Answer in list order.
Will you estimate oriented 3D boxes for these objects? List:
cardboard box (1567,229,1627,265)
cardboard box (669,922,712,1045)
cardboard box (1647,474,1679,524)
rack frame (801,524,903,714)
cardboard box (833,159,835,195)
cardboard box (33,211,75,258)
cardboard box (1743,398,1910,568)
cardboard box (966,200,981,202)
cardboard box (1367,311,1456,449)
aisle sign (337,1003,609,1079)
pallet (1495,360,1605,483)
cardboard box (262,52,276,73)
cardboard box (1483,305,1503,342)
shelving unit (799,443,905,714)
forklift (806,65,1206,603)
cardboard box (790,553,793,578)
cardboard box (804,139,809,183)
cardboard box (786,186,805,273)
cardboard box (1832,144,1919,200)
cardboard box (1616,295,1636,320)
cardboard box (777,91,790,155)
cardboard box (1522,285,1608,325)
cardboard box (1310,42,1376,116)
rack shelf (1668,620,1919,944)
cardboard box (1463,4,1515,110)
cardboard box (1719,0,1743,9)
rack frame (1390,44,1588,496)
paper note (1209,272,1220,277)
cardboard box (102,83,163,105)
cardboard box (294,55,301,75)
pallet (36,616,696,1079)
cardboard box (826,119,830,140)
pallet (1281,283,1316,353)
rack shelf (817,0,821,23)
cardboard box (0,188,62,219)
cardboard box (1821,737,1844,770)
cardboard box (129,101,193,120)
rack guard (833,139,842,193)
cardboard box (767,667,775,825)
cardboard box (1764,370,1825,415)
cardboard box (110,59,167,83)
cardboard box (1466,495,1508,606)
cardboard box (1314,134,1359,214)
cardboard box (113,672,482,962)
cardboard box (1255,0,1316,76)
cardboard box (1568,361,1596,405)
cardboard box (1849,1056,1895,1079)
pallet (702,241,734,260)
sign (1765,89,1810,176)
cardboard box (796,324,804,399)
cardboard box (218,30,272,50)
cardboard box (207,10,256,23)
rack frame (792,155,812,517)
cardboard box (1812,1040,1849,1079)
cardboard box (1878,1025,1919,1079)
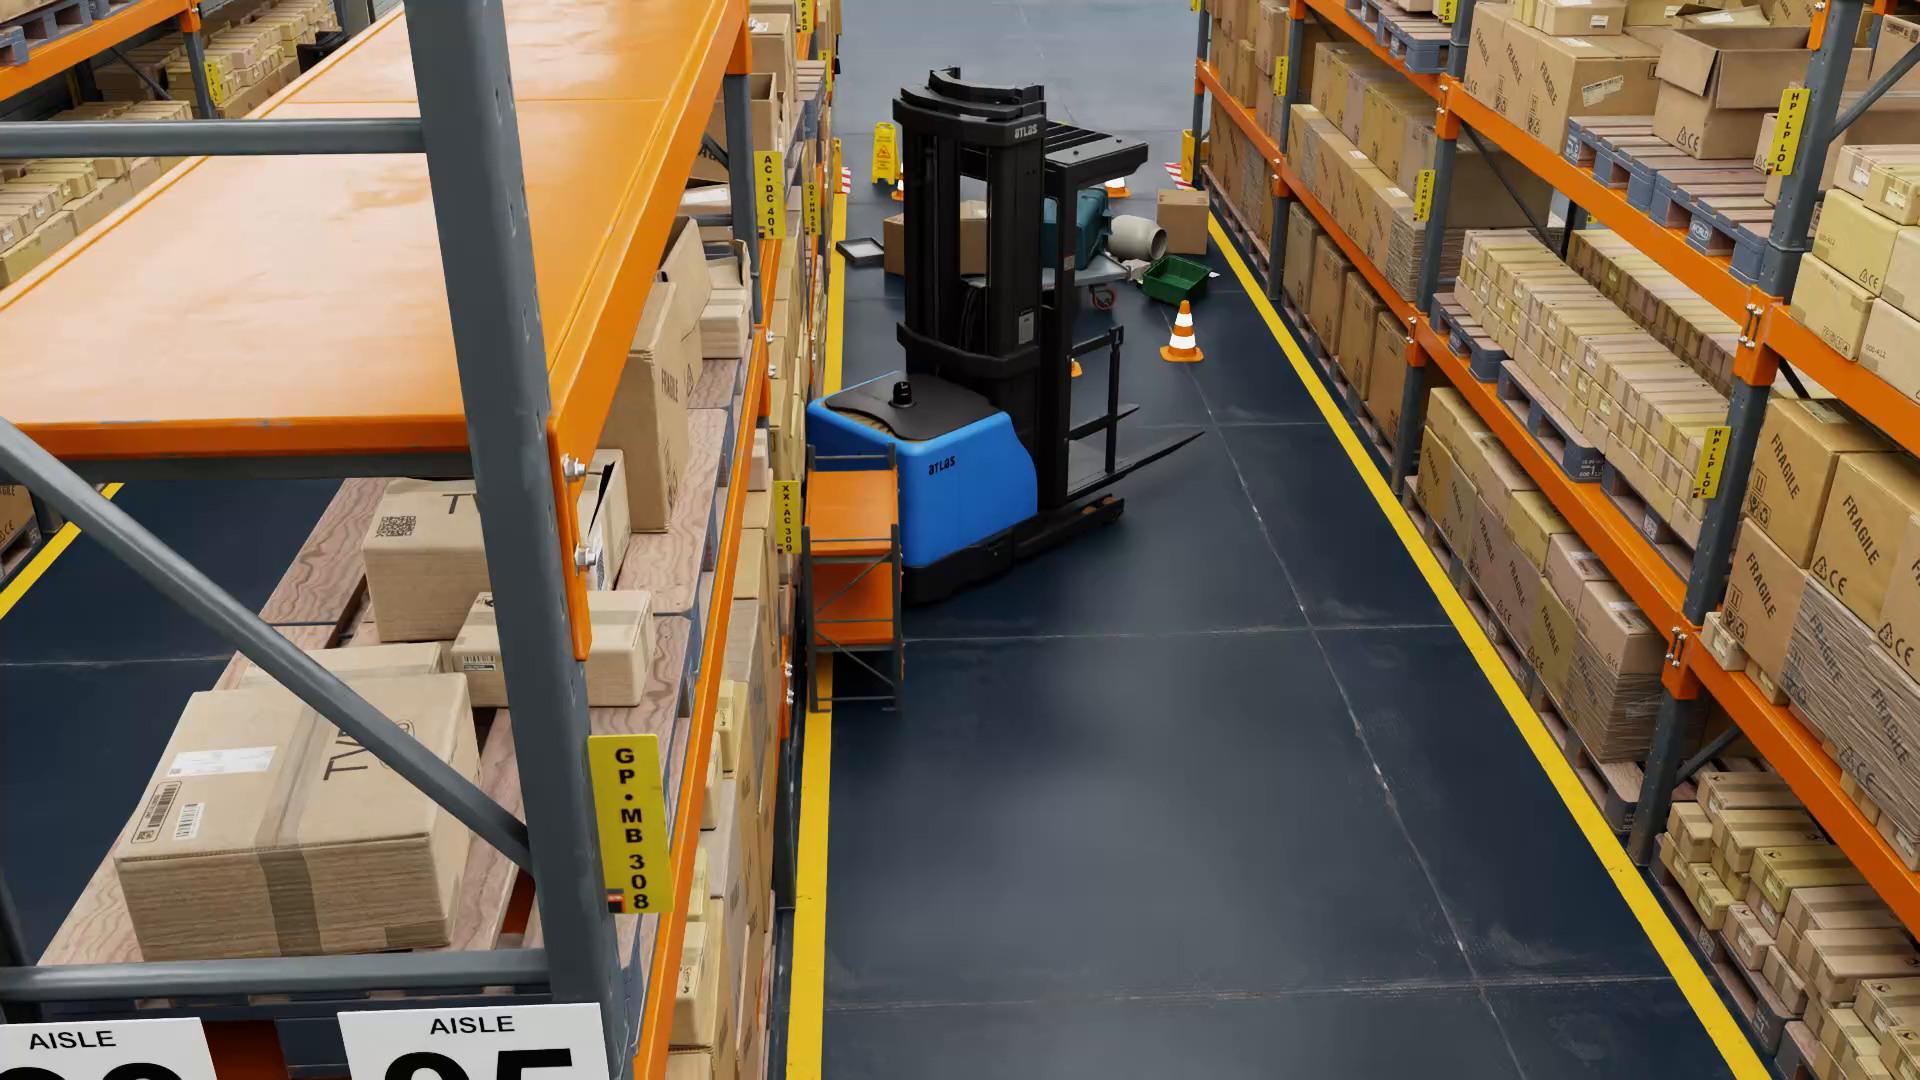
[{"bbox_3d":[3.961,-1.794,10.182,0.380,0.149,0.250,-2,28,-5],"label":"cardboard box"},{"bbox_3d":[-0.768,1.002,3.757,0.380,0.149,0.250,-1,28,-1],"label":"cardboard box"},{"bbox_3d":[3.454,-0.197,7.764,0.380,0.149,0.250,-1,28,-2],"label":"cardboard box"},{"bbox_3d":[-0.562,0.429,8.774,0.500,1.125,0.032,-1,28,-3],"label":"rack frame"},{"bbox_3d":[-1.566,-3.788,17.351,0.500,0.250,0.500,-2,28,-3],"label":"cardboard box"},{"bbox_3d":[-6.221,-1.980,10.987,0.500,0.250,0.500,-1,28,-1],"label":"cardboard box"},{"bbox_3d":[3.467,-0.229,6.496,0.500,0.500,0.500,-1,28,-1],"label":"cardboard box"},{"bbox_3d":[0.208,-3.379,17.129,0.380,0.149,0.250,13,30,24],"label":"cardboard box"},{"bbox_3d":[3.536,-1.143,11.738,1.050,0.750,0.750,-2,28,-3],"label":"cardboard box"},{"bbox_3d":[-0.749,1.064,2.718,0.394,0.787,0.004,-1,28,-3],"label":"aisle sign"},{"bbox_3d":[3.622,-0.672,9.065,1.003,0.211,1.213,-1,28,-3],"label":"pallet"},{"bbox_3d":[-6.418,-4.307,15.018,0.380,0.149,0.250,-2,28,-4],"label":"cardboard box"},{"bbox_3d":[3.328,-1.285,9.851,0.380,0.149,0.250,0,28,0],"label":"cardboard box"},{"bbox_3d":[-0.588,0.194,9.224,0.538,1.125,1.048,-1,28,-3],"label":"shelving unit"},{"bbox_3d":[0.446,-1.505,10.527,3.031,2.935,1.130,-25,36,-39],"label":"forklift"},{"bbox_3d":[-1.039,-0.039,7.806,0.500,0.250,0.500,-2,28,-4],"label":"cardboard box"},{"bbox_3d":[-1.321,-2.566,11.604,0.500,0.500,0.500,-1,28,-2],"label":"cardboard box"},{"bbox_3d":[-1.172,-1.760,9.753,0.500,0.500,0.500,-2,28,-4],"label":"cardboard box"},{"bbox_3d":[3.460,-1.345,6.094,0.380,0.149,0.250,-2,28,-4],"label":"cardboard box"},{"bbox_3d":[4.003,-1.300,9.557,0.380,0.149,0.250,-1,28,-3],"label":"cardboard box"},{"bbox_3d":[-0.997,-1.966,7.786,0.396,0.266,0.258,1,28,2],"label":"cardboard box"},{"bbox_3d":[3.363,-1.307,9.248,0.380,0.149,0.250,0,28,0],"label":"cardboard box"},{"bbox_3d":[3.301,-3.776,13.620,0.700,0.500,0.500,-2,28,-4],"label":"cardboard box"},{"bbox_3d":[3.791,1.419,5.625,1.077,0.370,4.000,-1,28,-3],"label":"rack shelf"},{"bbox_3d":[3.242,-2.775,9.537,0.500,0.500,0.500,-1,28,-3],"label":"cardboard box"},{"bbox_3d":[7.822,-5.335,16.287,0.500,0.500,0.500,-1,28,-3],"label":"cardboard box"},{"bbox_3d":[3.478,-1.671,10.772,1.000,3.000,0.127,-1,28,-3],"label":"rack frame"},{"bbox_3d":[2.330,-2.490,15.553,0.147,0.020,0.142,-23,35,-37],"label":"paper note"},{"bbox_3d":[-6.899,-3.704,13.861,0.380,0.149,0.250,-2,28,-3],"label":"cardboard box"},{"bbox_3d":[-6.502,-4.424,15.943,0.500,0.500,0.500,-2,28,-4],"label":"cardboard box"},{"bbox_3d":[-1.092,0.557,3.353,1.003,0.211,1.213,-1,28,-3],"label":"pallet"},{"bbox_3d":[-1.467,-4.017,16.277,0.380,0.149,0.250,0,28,0],"label":"cardboard box"},{"bbox_3d":[3.385,-1.927,14.279,1.003,0.211,1.213,-1,28,-3],"label":"pallet"},{"bbox_3d":[-1.773,-5.286,15.238,1.077,0.370,4.000,-1,28,-3],"label":"rack shelf"},{"bbox_3d":[-6.220,-2.231,11.036,0.380,0.149,0.250,-1,28,-2],"label":"cardboard box"},{"bbox_3d":[3.537,0.792,6.322,0.380,0.149,0.250,-3,28,-5],"label":"cardboard box"},{"bbox_3d":[-6.386,-3.410,13.296,0.380,0.149,0.250,0,28,-1],"label":"cardboard box"},{"bbox_3d":[-1.874,-4.056,18.047,1.175,0.500,0.348,-1,28,-3],"label":"rack guard"},{"bbox_3d":[-0.939,0.744,6.034,0.500,0.500,0.500,-2,28,-4],"label":"cardboard box"},{"bbox_3d":[4.083,-0.717,8.118,0.380,0.149,0.250,-2,28,-3],"label":"cardboard box"},{"bbox_3d":[-6.916,-3.951,14.013,0.380,0.149,0.250,-2,28,-4],"label":"cardboard box"},{"bbox_3d":[3.321,0.053,9.715,0.500,0.500,0.500,-2,28,-4],"label":"cardboard box"},{"bbox_3d":[3.078,-2.849,12.922,0.500,0.500,0.500,-2,28,-3],"label":"cardboard box"},{"bbox_3d":[-1.156,0.490,2.985,0.500,0.250,0.500,-4,28,-7],"label":"cardboard box"},{"bbox_3d":[3.139,-4.486,14.839,0.875,0.550,0.550,-1,28,-3],"label":"cardboard box"},{"bbox_3d":[3.396,-0.818,8.632,0.380,0.149,0.250,-1,28,-2],"label":"cardboard box"},{"bbox_3d":[3.477,2.009,6.024,0.380,0.149,0.250,-1,28,-2],"label":"cardboard box"},{"bbox_3d":[-1.348,-1.325,7.071,0.805,0.209,1.217,-2,28,-5],"label":"pallet"},{"bbox_3d":[3.133,-1.542,6.297,0.100,0.325,0.005,-1,28,-3],"label":"sign"},{"bbox_3d":[-1.104,-0.969,9.049,0.500,0.250,0.500,-2,28,-4],"label":"cardboard box"},{"bbox_3d":[-6.523,-4.556,15.173,0.380,0.149,0.250,-1,28,-2],"label":"cardboard box"},{"bbox_3d":[-7.024,-5.023,16.068,0.380,0.149,0.250,-1,28,-2],"label":"cardboard box"},{"bbox_3d":[-1.460,-1.504,10.453,1.000,3.000,0.127,-1,28,-3],"label":"rack frame"},{"bbox_3d":[3.493,2.029,6.308,0.380,0.149,0.250,-2,28,-4],"label":"cardboard box"},{"bbox_3d":[3.554,1.877,5.955,0.380,0.149,0.250,-1,28,-2],"label":"cardboard box"}]
